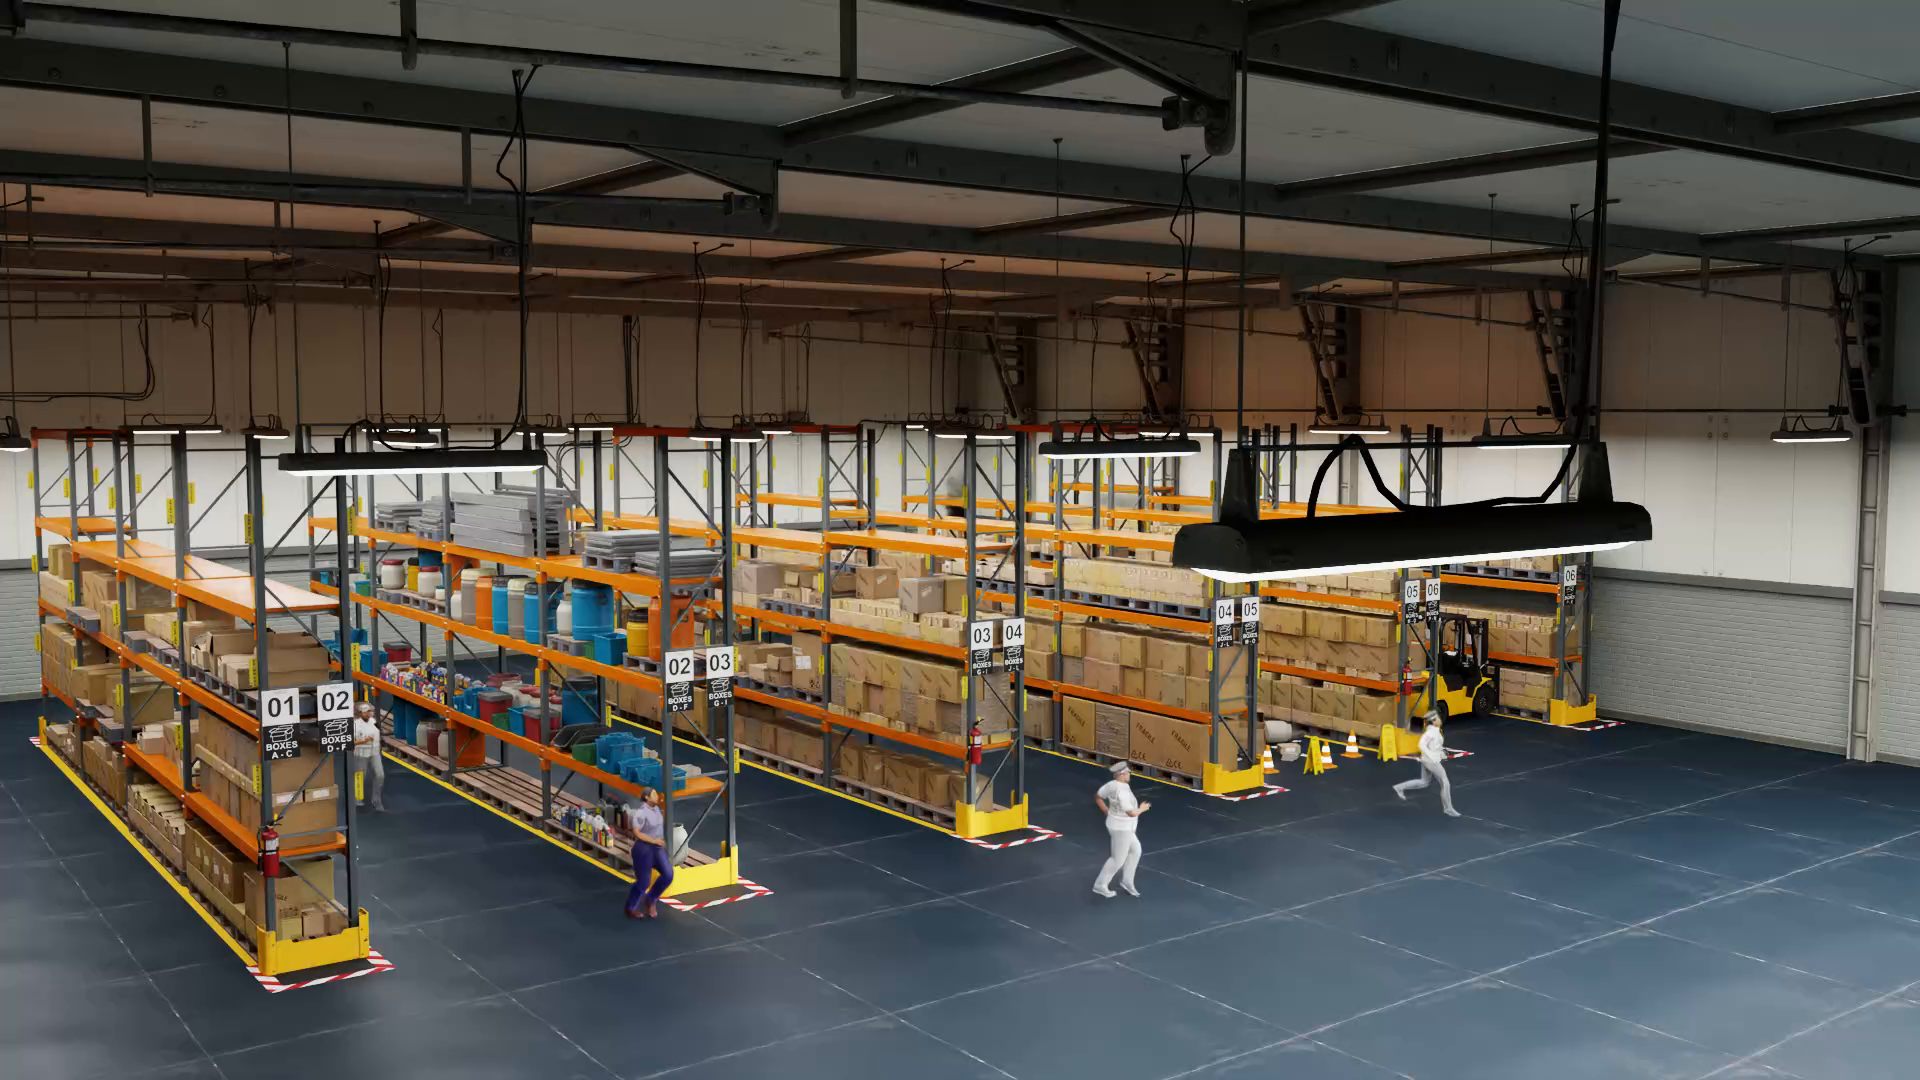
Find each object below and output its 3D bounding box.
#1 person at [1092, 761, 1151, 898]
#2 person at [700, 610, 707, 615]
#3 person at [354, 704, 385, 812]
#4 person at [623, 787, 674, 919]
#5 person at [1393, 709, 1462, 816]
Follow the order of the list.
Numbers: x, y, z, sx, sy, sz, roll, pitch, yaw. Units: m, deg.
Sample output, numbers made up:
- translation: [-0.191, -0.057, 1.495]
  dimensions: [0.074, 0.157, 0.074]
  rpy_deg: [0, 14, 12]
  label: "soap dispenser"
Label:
- translation: [2.081, 3.766, 21.477]
  dimensions: [0.783, 1.841, 0.632]
  rpy_deg: [-1, 5, -8]
  label: "person"
- translation: [-6.062, 2.465, 39.053]
  dimensions: [0.606, 1.671, 0.880]
  rpy_deg: [-2, 5, -25]
  label: "person"
- translation: [-9.377, 3.441, 26.274]
  dimensions: [0.708, 1.719, 0.585]
  rpy_deg: [4, 6, 44]
  label: "person"
- translation: [-3.858, 3.896, 20.781]
  dimensions: [0.601, 1.626, 0.667]
  rpy_deg: [2, 5, 23]
  label: "person"
- translation: [7.339, 3.481, 25.986]
  dimensions: [0.999, 1.705, 0.583]
  rpy_deg: [0, 4, 5]
  label: "person"
